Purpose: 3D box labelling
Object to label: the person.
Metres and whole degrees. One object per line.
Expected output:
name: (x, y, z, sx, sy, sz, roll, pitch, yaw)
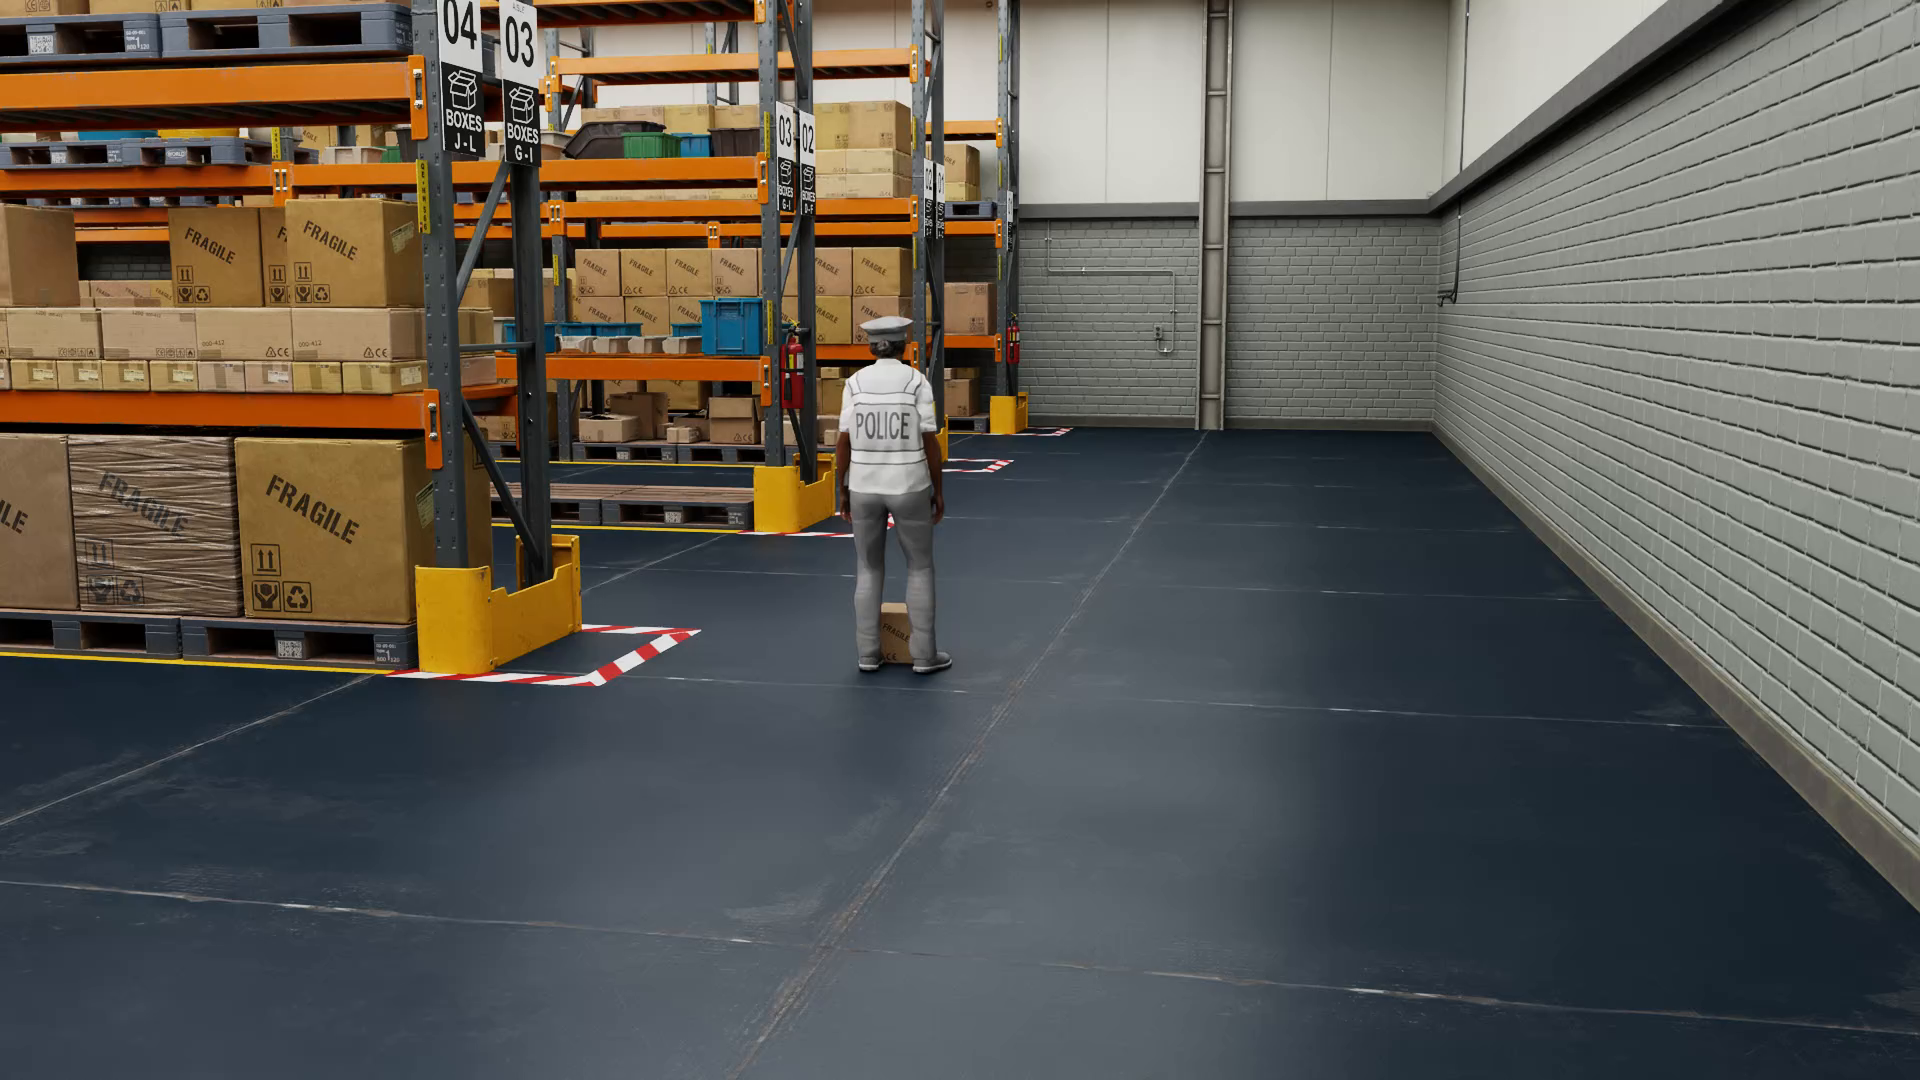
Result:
person: (-0.315, -0.208, 7.801, 0.527, 1.655, 0.393, 1, 8, 9)
